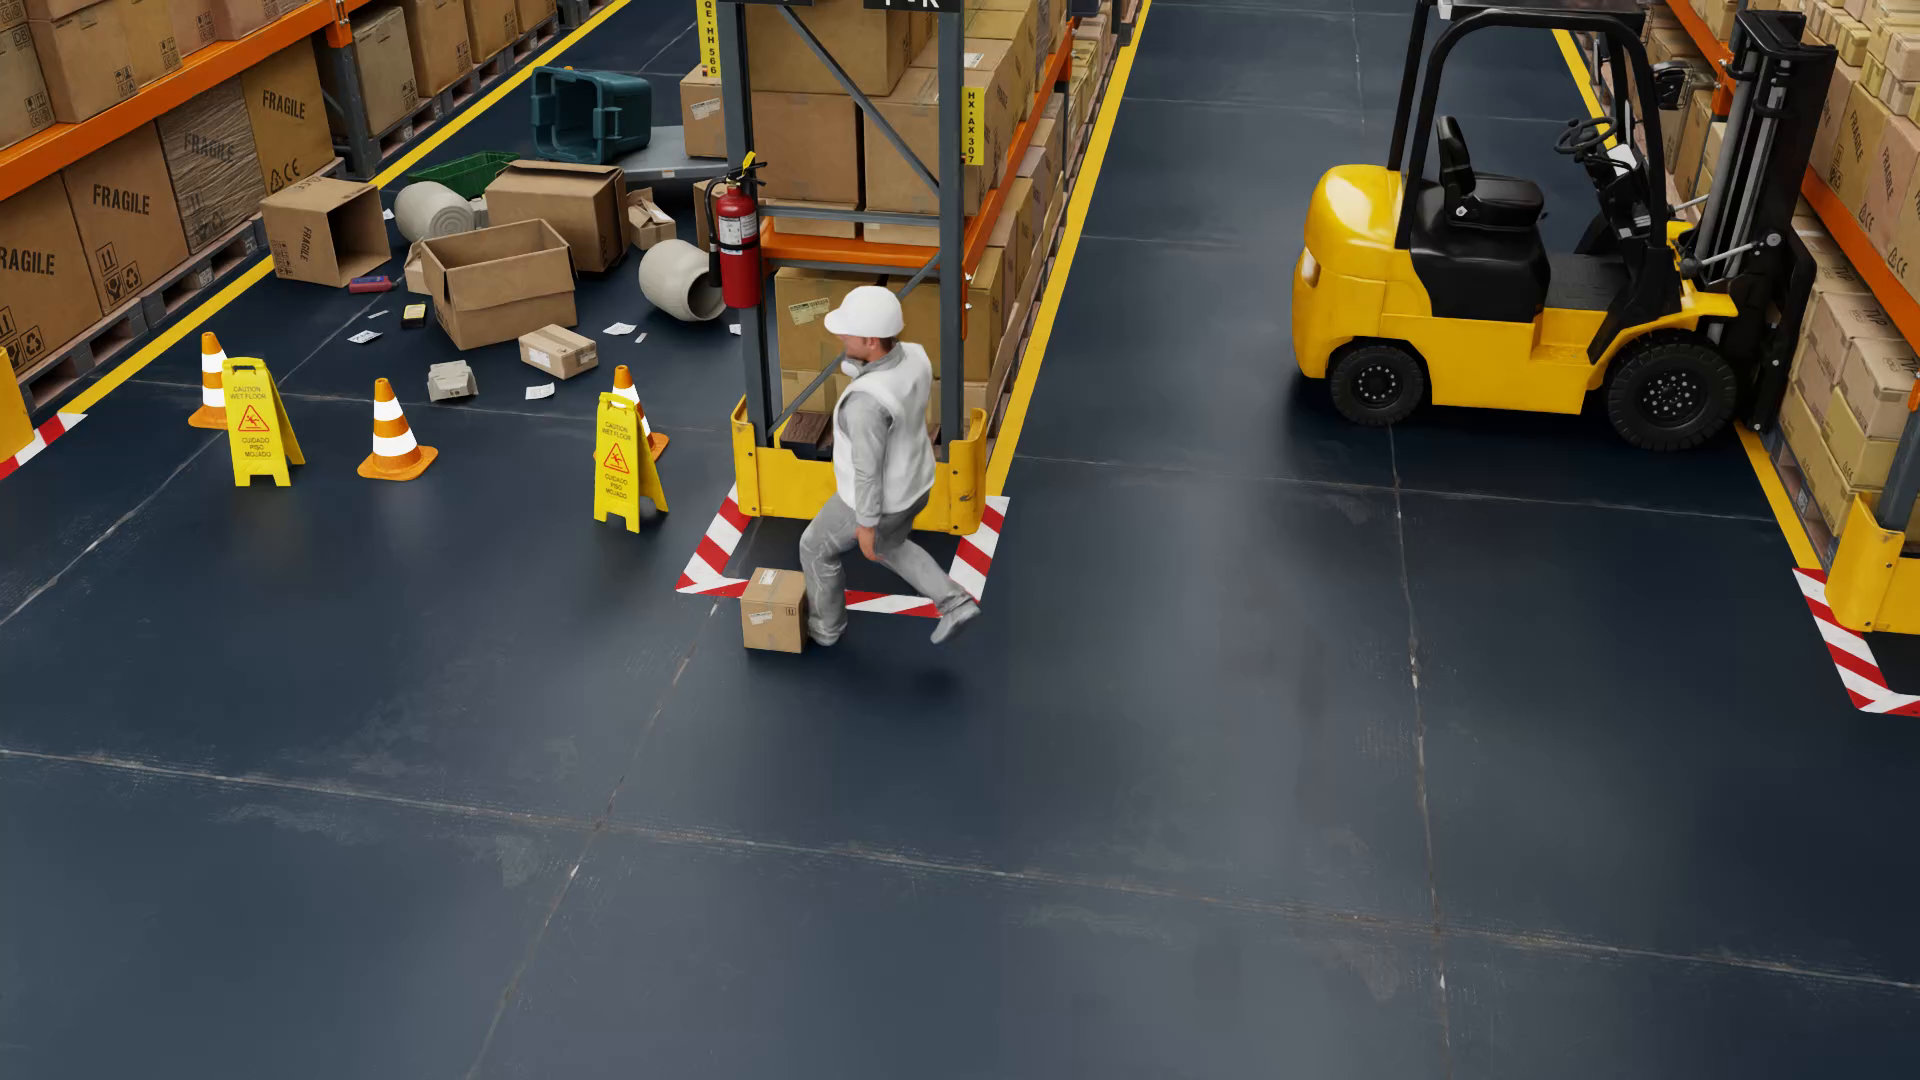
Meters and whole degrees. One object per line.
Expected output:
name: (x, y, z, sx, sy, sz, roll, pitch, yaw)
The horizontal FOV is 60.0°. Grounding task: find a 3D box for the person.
person: (-0.372, -0.243, 6.574, 0.909, 1.693, 0.533, 16, 36, 24)
